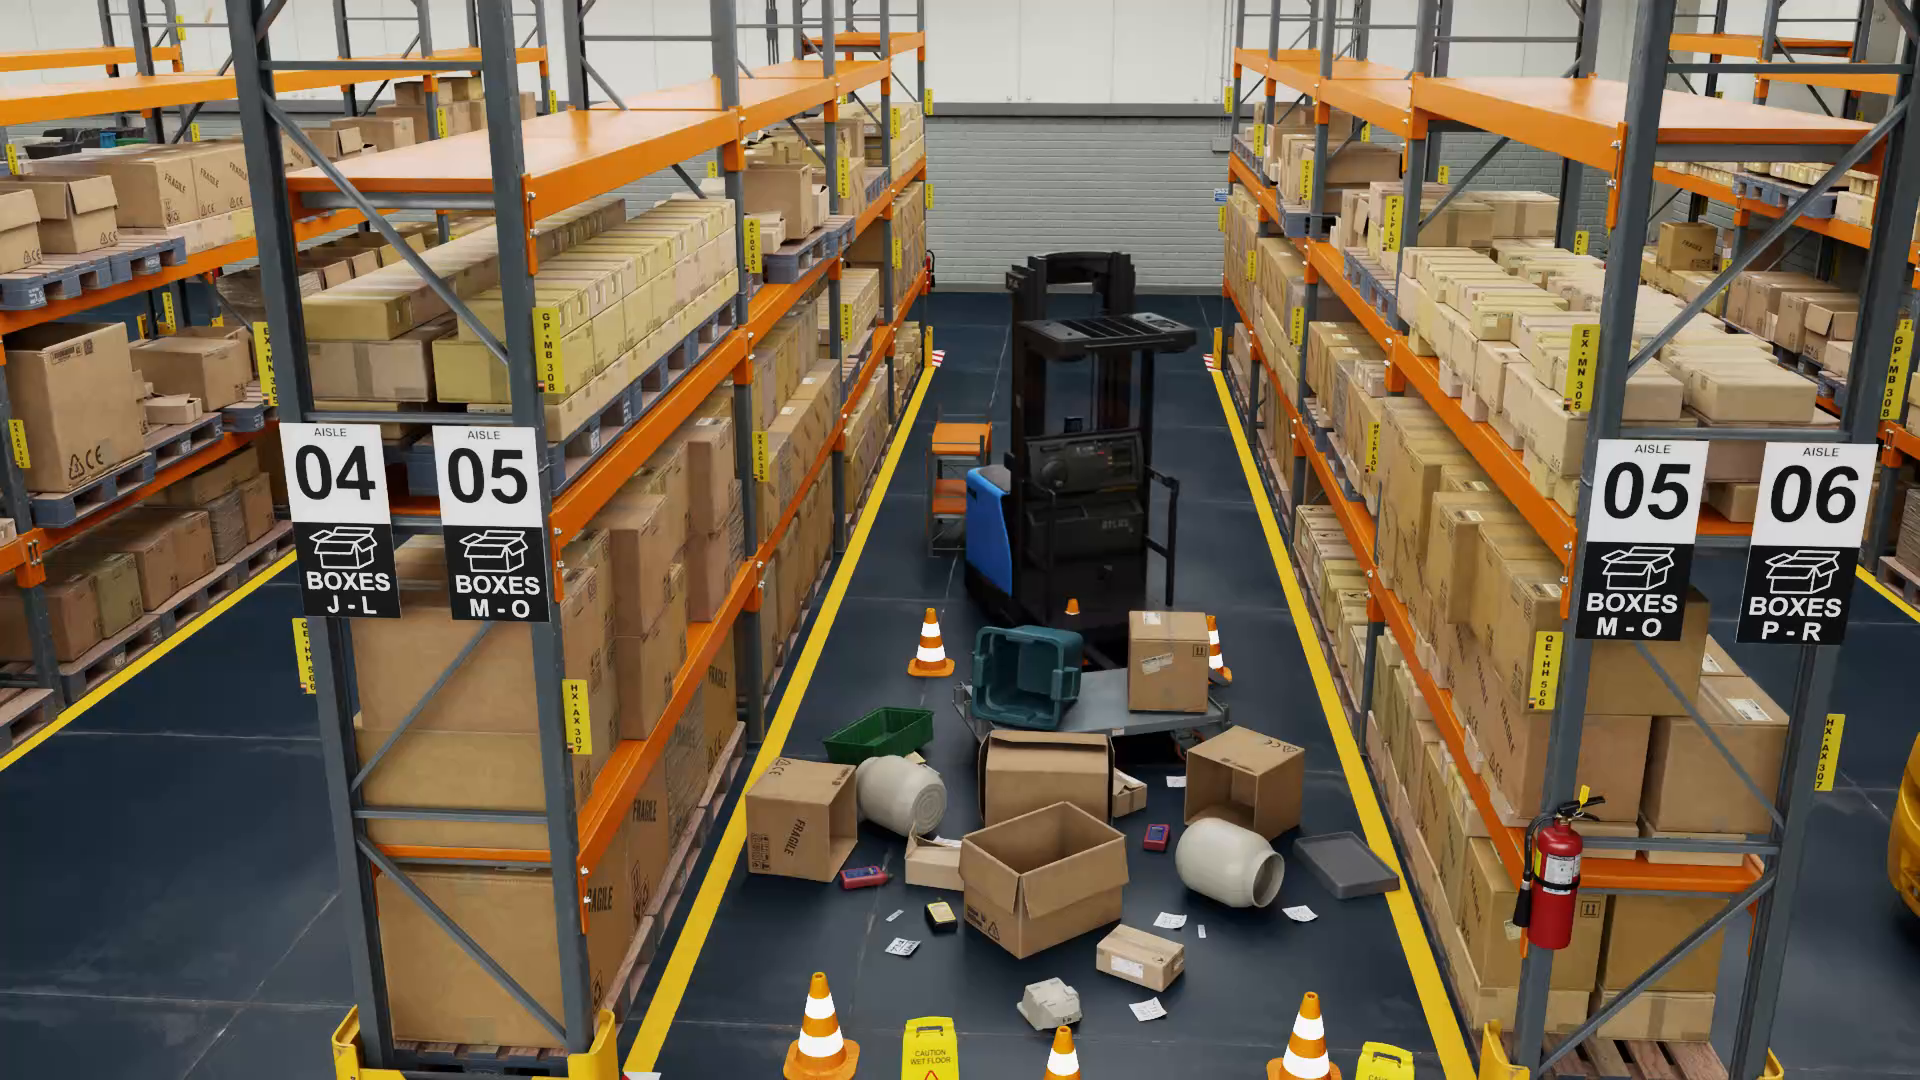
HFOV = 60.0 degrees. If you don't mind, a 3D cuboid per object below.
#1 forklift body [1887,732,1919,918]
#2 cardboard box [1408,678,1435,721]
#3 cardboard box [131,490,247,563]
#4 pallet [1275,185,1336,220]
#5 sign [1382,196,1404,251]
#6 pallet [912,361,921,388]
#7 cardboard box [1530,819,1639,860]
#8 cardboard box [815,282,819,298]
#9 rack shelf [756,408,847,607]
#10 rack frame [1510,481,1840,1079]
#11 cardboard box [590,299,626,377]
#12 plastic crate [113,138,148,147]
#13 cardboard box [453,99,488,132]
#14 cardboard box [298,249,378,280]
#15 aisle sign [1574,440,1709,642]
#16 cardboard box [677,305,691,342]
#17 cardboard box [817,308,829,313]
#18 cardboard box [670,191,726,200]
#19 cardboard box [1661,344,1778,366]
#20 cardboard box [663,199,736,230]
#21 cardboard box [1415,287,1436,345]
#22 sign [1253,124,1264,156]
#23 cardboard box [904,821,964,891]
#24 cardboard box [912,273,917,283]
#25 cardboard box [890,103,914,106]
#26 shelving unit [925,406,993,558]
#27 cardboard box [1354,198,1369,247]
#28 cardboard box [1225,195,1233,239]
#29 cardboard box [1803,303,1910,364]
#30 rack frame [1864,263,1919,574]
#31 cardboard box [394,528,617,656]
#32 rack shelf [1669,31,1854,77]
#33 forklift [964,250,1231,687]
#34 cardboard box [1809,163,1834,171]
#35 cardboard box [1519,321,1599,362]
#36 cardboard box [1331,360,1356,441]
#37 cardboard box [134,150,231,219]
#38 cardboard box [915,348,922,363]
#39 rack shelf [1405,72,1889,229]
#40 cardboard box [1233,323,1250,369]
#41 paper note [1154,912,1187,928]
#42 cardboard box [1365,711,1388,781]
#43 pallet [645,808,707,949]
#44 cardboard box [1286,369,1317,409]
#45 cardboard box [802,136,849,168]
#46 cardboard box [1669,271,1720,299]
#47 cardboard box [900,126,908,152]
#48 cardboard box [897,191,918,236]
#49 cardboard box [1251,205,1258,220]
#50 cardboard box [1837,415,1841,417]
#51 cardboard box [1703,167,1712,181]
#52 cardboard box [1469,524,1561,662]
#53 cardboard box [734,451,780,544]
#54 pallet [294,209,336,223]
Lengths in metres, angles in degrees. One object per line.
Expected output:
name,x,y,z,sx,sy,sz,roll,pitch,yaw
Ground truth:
forklift body,6.110,1.114,8.396,2.313,2.155,1.214,1,18,4
cardboard box,2.698,0.889,9.215,0.380,0.149,0.250,2,18,7
cardboard box,-6.523,-0.115,14.092,0.700,0.500,0.500,0,18,-1
pallet,3.487,-3.138,15.496,1.003,0.211,1.213,2,18,6
sign,2.576,-1.881,9.894,0.100,0.325,0.005,1,18,4
pallet,-1.054,-2.217,21.678,1.003,0.211,1.213,1,18,4
cardboard box,2.656,1.229,7.085,0.380,0.149,0.250,2,18,6
cardboard box,-1.728,-2.685,17.878,0.380,0.149,0.250,2,18,5
rack shelf,-1.671,-0.370,12.717,1.077,0.370,4.000,1,18,4
rack frame,2.843,1.231,6.677,1.000,3.000,0.127,1,18,4
cardboard box,-1.776,-0.893,7.268,0.500,0.250,0.500,1,18,3
plastic crate,-10.621,-5.082,21.466,0.450,0.188,0.336,1,18,4
cardboard box,-5.963,-5.008,19.903,0.700,0.500,0.500,2,18,6
cardboard box,-6.309,-2.637,16.708,0.797,0.503,0.637,2,18,6
aisle sign,2.549,0.008,6.233,0.394,0.787,0.004,1,18,4
cardboard box,-1.612,-1.128,8.626,0.380,0.149,0.250,1,18,3
cardboard box,-1.244,-2.077,15.545,0.380,0.149,0.250,1,18,2
cardboard box,-1.872,-2.428,12.334,0.500,0.311,0.500,1,18,3
cardboard box,3.153,-0.715,6.920,0.380,0.149,0.250,1,18,4
cardboard box,-1.523,-1.902,9.708,0.380,0.149,0.250,1,18,3
cardboard box,2.797,-1.216,9.090,0.500,0.250,0.500,1,18,3
sign,3.150,-4.217,17.527,0.100,0.325,0.005,1,18,4
cardboard box,-0.101,1.784,9.380,0.396,0.266,0.258,4,19,13
cardboard box,-0.749,-3.356,21.079,0.380,0.149,0.250,2,18,5
cardboard box,-0.779,-5.414,20.936,0.380,0.149,0.250,2,18,5
shelving unit,0.000,-0.537,15.081,0.538,1.125,1.048,1,18,4
cardboard box,3.336,-2.254,12.329,0.797,0.503,0.637,1,18,4
cardboard box,3.671,-4.118,21.235,0.500,0.500,0.500,1,18,3
cardboard box,8.300,-1.904,15.403,0.797,0.503,0.637,1,18,3
rack frame,8.368,-1.144,13.925,1.000,3.000,0.127,1,18,4
cardboard box,-2.089,0.280,7.603,0.875,0.550,0.550,1,18,4
rack shelf,8.798,-5.515,18.790,1.077,0.370,4.000,1,18,4
forklift,1.026,-0.583,12.322,1.130,2.935,3.031,-7,19,-19
cardboard box,8.144,-3.518,15.444,0.380,0.149,0.250,1,18,4
cardboard box,2.724,-0.878,7.419,0.380,0.149,0.250,1,18,4
cardboard box,3.048,-1.025,12.250,0.500,0.500,0.500,1,18,2
cardboard box,-6.279,-2.872,13.418,0.500,0.500,0.500,1,18,4
cardboard box,-0.702,-2.412,21.698,0.380,0.149,0.250,2,18,6
rack shelf,2.986,-1.898,7.751,1.077,0.370,4.000,1,18,4
cardboard box,4.042,-2.513,21.543,0.875,0.438,0.875,1,18,2
paper note,1.136,2.049,8.967,0.148,0.019,0.142,8,20,23
cardboard box,2.818,1.273,10.290,0.500,0.250,0.500,0,18,1
pallet,-2.032,1.849,9.269,1.003,0.211,1.213,1,18,4
cardboard box,3.194,-1.345,14.780,0.500,0.250,0.500,1,18,2
cardboard box,-1.187,-3.449,14.752,0.396,0.266,0.258,1,18,4
cardboard box,8.518,-2.931,19.140,0.500,0.250,0.500,1,18,4
cardboard box,-0.877,-4.622,19.158,0.500,0.250,0.500,2,18,5
cardboard box,-0.804,-4.015,20.442,0.500,0.500,0.500,2,18,7
cardboard box,3.545,-3.744,19.051,0.380,0.149,0.250,1,18,3
cardboard box,8.865,-1.183,16.341,0.380,0.149,0.250,2,18,5
cardboard box,8.456,-4.046,18.367,0.380,0.149,0.250,1,18,4
cardboard box,2.706,0.246,7.437,0.700,0.500,0.500,1,18,4
cardboard box,-1.509,-0.296,11.174,0.500,0.500,0.500,1,18,5
pallet,-6.475,-3.012,15.111,1.213,0.211,1.003,2,18,6
